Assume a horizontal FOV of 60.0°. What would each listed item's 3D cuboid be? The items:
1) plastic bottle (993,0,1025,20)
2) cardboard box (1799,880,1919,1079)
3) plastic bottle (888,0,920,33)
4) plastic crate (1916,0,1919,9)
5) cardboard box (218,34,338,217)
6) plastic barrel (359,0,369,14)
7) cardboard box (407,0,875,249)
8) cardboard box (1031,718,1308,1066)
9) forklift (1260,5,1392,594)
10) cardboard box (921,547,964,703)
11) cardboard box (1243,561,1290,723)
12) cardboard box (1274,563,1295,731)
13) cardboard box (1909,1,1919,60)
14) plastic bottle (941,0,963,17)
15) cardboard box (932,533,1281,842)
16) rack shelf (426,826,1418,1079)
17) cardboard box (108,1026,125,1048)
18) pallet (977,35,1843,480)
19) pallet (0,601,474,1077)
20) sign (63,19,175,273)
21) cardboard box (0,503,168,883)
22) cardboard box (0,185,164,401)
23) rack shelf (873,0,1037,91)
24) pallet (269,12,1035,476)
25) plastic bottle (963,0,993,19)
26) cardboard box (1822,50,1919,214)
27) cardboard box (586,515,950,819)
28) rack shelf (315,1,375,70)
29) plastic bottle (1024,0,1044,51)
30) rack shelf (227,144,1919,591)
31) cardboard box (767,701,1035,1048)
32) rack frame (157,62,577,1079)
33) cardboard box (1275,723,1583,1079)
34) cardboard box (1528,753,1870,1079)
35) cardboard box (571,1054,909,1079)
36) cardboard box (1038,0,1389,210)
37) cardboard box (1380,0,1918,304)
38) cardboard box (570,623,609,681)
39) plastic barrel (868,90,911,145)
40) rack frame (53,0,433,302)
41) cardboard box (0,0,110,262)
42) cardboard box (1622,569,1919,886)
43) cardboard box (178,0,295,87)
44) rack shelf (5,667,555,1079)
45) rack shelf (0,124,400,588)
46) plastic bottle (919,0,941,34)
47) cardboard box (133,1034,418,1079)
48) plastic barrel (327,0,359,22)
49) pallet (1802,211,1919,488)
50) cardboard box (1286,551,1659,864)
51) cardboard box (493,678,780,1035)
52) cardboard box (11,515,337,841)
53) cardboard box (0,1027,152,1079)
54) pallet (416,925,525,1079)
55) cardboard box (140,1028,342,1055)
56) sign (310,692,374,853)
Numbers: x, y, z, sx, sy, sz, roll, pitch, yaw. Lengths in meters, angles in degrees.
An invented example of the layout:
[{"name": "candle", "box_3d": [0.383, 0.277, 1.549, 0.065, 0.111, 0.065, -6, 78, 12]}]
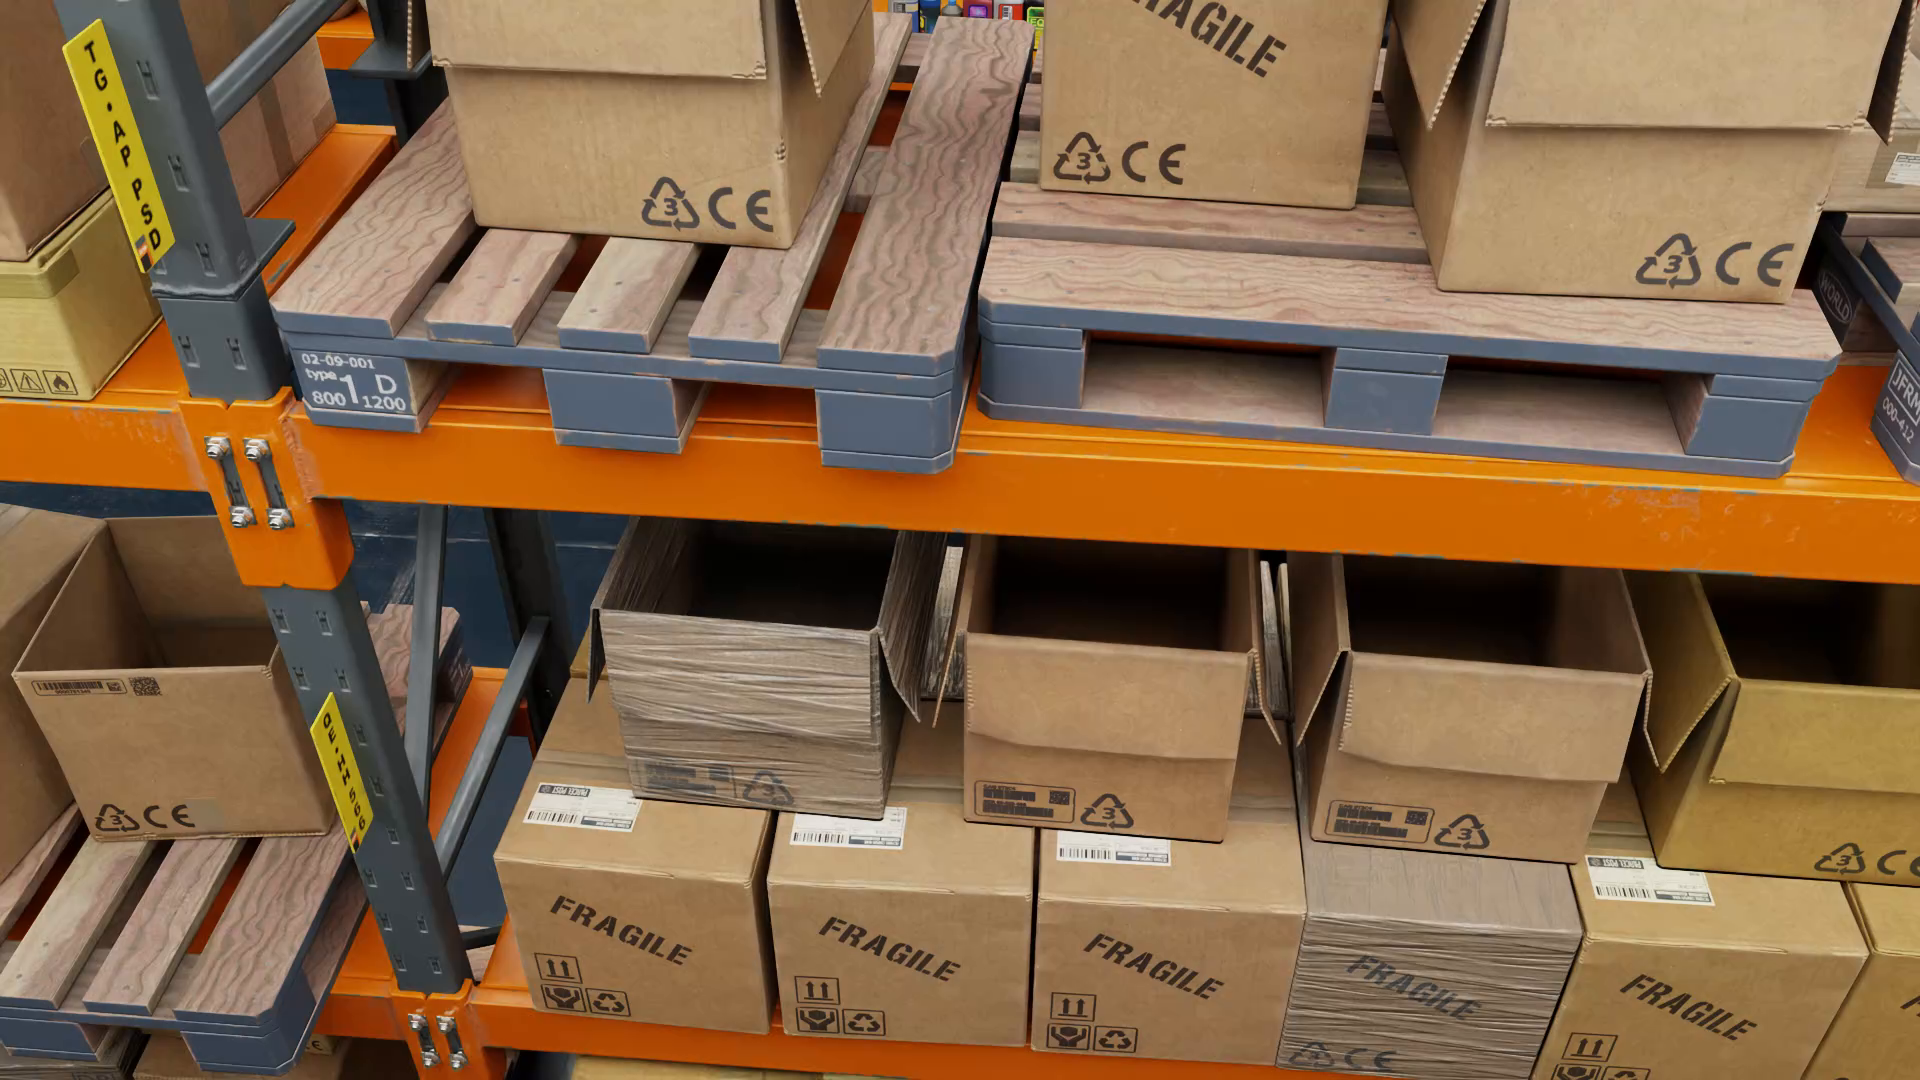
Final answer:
[{"name": "plastic bottle", "box_3d": [0.217, -2.317, 7.318, 0.135, 0.276, 0.152, 3, 39, 4]}, {"name": "cardboard box", "box_3d": [1.929, 0.792, 3.321, 0.500, 0.500, 0.500, 4, 39, 5]}, {"name": "plastic bottle", "box_3d": [-0.244, -2.342, 7.349, 0.135, 0.276, 0.152, 3, 39, 4]}, {"name": "plastic crate", "box_3d": [4.206, -2.241, 7.028, 0.583, 0.464, 0.402, 3, 39, 4]}, {"name": "cardboard box", "box_3d": [-1.521, -0.793, 3.090, 0.500, 0.250, 0.500, 4, 39, 5]}, {"name": "plastic barrel", "box_3d": [-2.536, -2.634, 7.502, 0.433, 0.535, 0.433, 0, 39, 0]}, {"name": "cardboard box", "box_3d": [-0.460, -0.880, 2.664, 0.637, 0.503, 0.797, 5, 39, 6]}, {"name": "cardboard box", "box_3d": [0.411, 0.709, 3.423, 0.500, 0.500, 0.500, 2, 39, 3]}, {"name": "forklift", "box_3d": [1.585, -0.828, 5.446, 3.031, 2.935, 1.130, 11, 40, 14]}, {"name": "cardboard box", "box_3d": [-0.065, 0.361, 3.851, 0.500, 0.500, 0.500, 3, 39, 3]}, {"name": "cardboard box", "box_3d": [0.452, 0.388, 3.818, 0.500, 0.500, 0.500, 2, 39, 2]}, {"name": "cardboard box", "box_3d": [0.959, 0.416, 3.784, 0.500, 0.500, 0.500, 4, 39, 5]}, {"name": "cardboard box", "box_3d": [1.825, -0.692, 2.586, 0.500, 0.311, 0.500, 2, 39, 2]}, {"name": "plastic bottle", "box_3d": [-0.034, -2.284, 7.337, 0.097, 0.201, 0.097, 0, 39, 0]}, {"name": "cardboard box", "box_3d": [0.302, 0.158, 3.306, 0.637, 0.503, 0.797, 4, 39, 5]}, {"name": "rack shelf", "box_3d": [0.918, 0.886, 3.855, 4.000, 0.370, 1.077, 3, 39, 4]}, {"name": "cardboard box", "box_3d": [-2.274, 0.966, 4.224, 0.500, 0.250, 0.500, 7, 40, 9]}, {"name": "pallet", "box_3d": [0.686, -0.531, 2.800, 1.213, 0.211, 1.003, 5, 39, 6]}, {"name": "pallet", "box_3d": [-1.794, 0.601, 3.788, 1.003, 0.211, 1.213, 3, 39, 4]}, {"name": "sign", "box_3d": [-1.123, -0.524, 2.232, 0.005, 0.325, 0.100, 3, 39, 4]}, {"name": "cardboard box", "box_3d": [-2.181, 0.325, 3.563, 0.500, 0.500, 0.700, 9, 40, 10]}, {"name": "cardboard box", "box_3d": [-1.569, -0.479, 2.704, 0.500, 0.250, 0.500, 3, 39, 4]}, {"name": "rack shelf", "box_3d": [1.345, -2.229, 7.682, 4.000, 0.370, 1.077, 3, 39, 4]}, {"name": "pallet", "box_3d": [-0.428, -0.590, 2.872, 1.003, 0.211, 1.213, 5, 39, 6]}, {"name": "plastic bottle", "box_3d": [0.080, -2.298, 7.290, 0.133, 0.283, 0.061, 3, 39, 4]}, {"name": "cardboard box", "box_3d": [1.440, -0.688, 2.709, 0.250, 0.149, 0.380, 2, 39, 2]}, {"name": "cardboard box", "box_3d": [-0.347, 0.120, 3.352, 0.637, 0.503, 0.797, 4, 39, 5]}, {"name": "rack shelf", "box_3d": [-2.640, -2.447, 7.950, 4.000, 0.370, 1.077, 3, 39, 4]}, {"name": "plastic bottle", "box_3d": [0.347, -2.283, 7.272, 0.133, 0.283, 0.061, 3, 39, 4]}, {"name": "rack shelf", "box_3d": [0.918, -0.277, 2.908, 4.000, 0.370, 1.077, 3, 39, 4]}, {"name": "cardboard box", "box_3d": [-0.100, 0.684, 3.455, 0.500, 0.500, 0.500, 2, 39, 3]}, {"name": "rack frame", "box_3d": [-1.074, 0.498, 3.762, 0.127, 3.000, 1.000, 3, 39, 4]}, {"name": "cardboard box", "box_3d": [0.909, 0.738, 3.388, 0.500, 0.500, 0.500, 3, 39, 4]}, {"name": "cardboard box", "box_3d": [1.408, 0.768, 3.351, 0.500, 0.500, 0.500, 3, 39, 3]}, {"name": "cardboard box", "box_3d": [-0.389, 1.210, 4.238, 0.875, 0.875, 1.225, 1, 39, 2]}, {"name": "cardboard box", "box_3d": [0.407, -0.887, 2.676, 0.500, 0.500, 0.500, 5, 39, 6]}, {"name": "cardboard box", "box_3d": [0.963, -0.770, 2.529, 0.637, 0.503, 0.797, 3, 39, 3]}, {"name": "cardboard box", "box_3d": [-0.561, 0.331, 3.889, 0.500, 0.500, 0.500, 4, 39, 5]}, {"name": "plastic barrel", "box_3d": [-0.158, -1.922, 8.122, 0.708, 0.830, 0.600, 3, 39, 4]}, {"name": "rack frame", "box_3d": [-1.074, -1.828, 1.868, 0.127, 3.000, 1.000, 3, 39, 4]}, {"name": "cardboard box", "box_3d": [-1.571, -0.766, 2.464, 0.500, 0.500, 0.500, 4, 39, 5]}, {"name": "cardboard box", "box_3d": [1.591, 0.214, 3.237, 0.637, 0.503, 0.797, 4, 39, 4]}, {"name": "cardboard box", "box_3d": [-1.520, -1.085, 2.856, 0.500, 0.500, 0.500, 3, 39, 4]}, {"name": "rack shelf", "box_3d": [-3.067, 0.668, 4.123, 4.000, 0.370, 1.077, 3, 39, 4]}, {"name": "rack shelf", "box_3d": [-3.067, -0.495, 3.176, 4.000, 0.370, 1.077, 3, 39, 4]}, {"name": "plastic bottle", "box_3d": [-0.131, -2.316, 7.322, 0.097, 0.271, 0.097, 0, 39, 0]}, {"name": "cardboard box", "box_3d": [-1.744, 1.273, 4.441, 0.500, 0.500, 0.700, 1, 39, 1]}, {"name": "plastic barrel", "box_3d": [-2.967, -2.657, 7.531, 0.433, 0.535, 0.433, 0, 39, 0]}, {"name": "pallet", "box_3d": [1.993, -0.392, 2.631, 1.217, 0.209, 0.805, 2, 39, 2]}, {"name": "cardboard box", "box_3d": [0.970, 0.190, 3.266, 0.637, 0.503, 0.797, 4, 39, 5]}, {"name": "cardboard box", "box_3d": [-0.614, 0.657, 3.487, 0.500, 0.500, 0.500, 4, 39, 5]}, {"name": "cardboard box", "box_3d": [-1.616, 0.292, 3.603, 0.500, 0.500, 0.500, -1, 39, -2]}, {"name": "cardboard box", "box_3d": [-2.297, 1.251, 4.469, 0.500, 0.500, 0.700, 0, 39, 0]}, {"name": "pallet", "box_3d": [-1.853, 1.536, 4.695, 1.213, 0.211, 1.003, 3, 39, 4]}, {"name": "cardboard box", "box_3d": [-1.745, 0.989, 4.197, 0.500, 0.250, 0.500, 5, 39, 6]}, {"name": "sign", "box_3d": [-1.112, 0.422, 3.001, 0.005, 0.325, 0.100, 3, 39, 4]}]
